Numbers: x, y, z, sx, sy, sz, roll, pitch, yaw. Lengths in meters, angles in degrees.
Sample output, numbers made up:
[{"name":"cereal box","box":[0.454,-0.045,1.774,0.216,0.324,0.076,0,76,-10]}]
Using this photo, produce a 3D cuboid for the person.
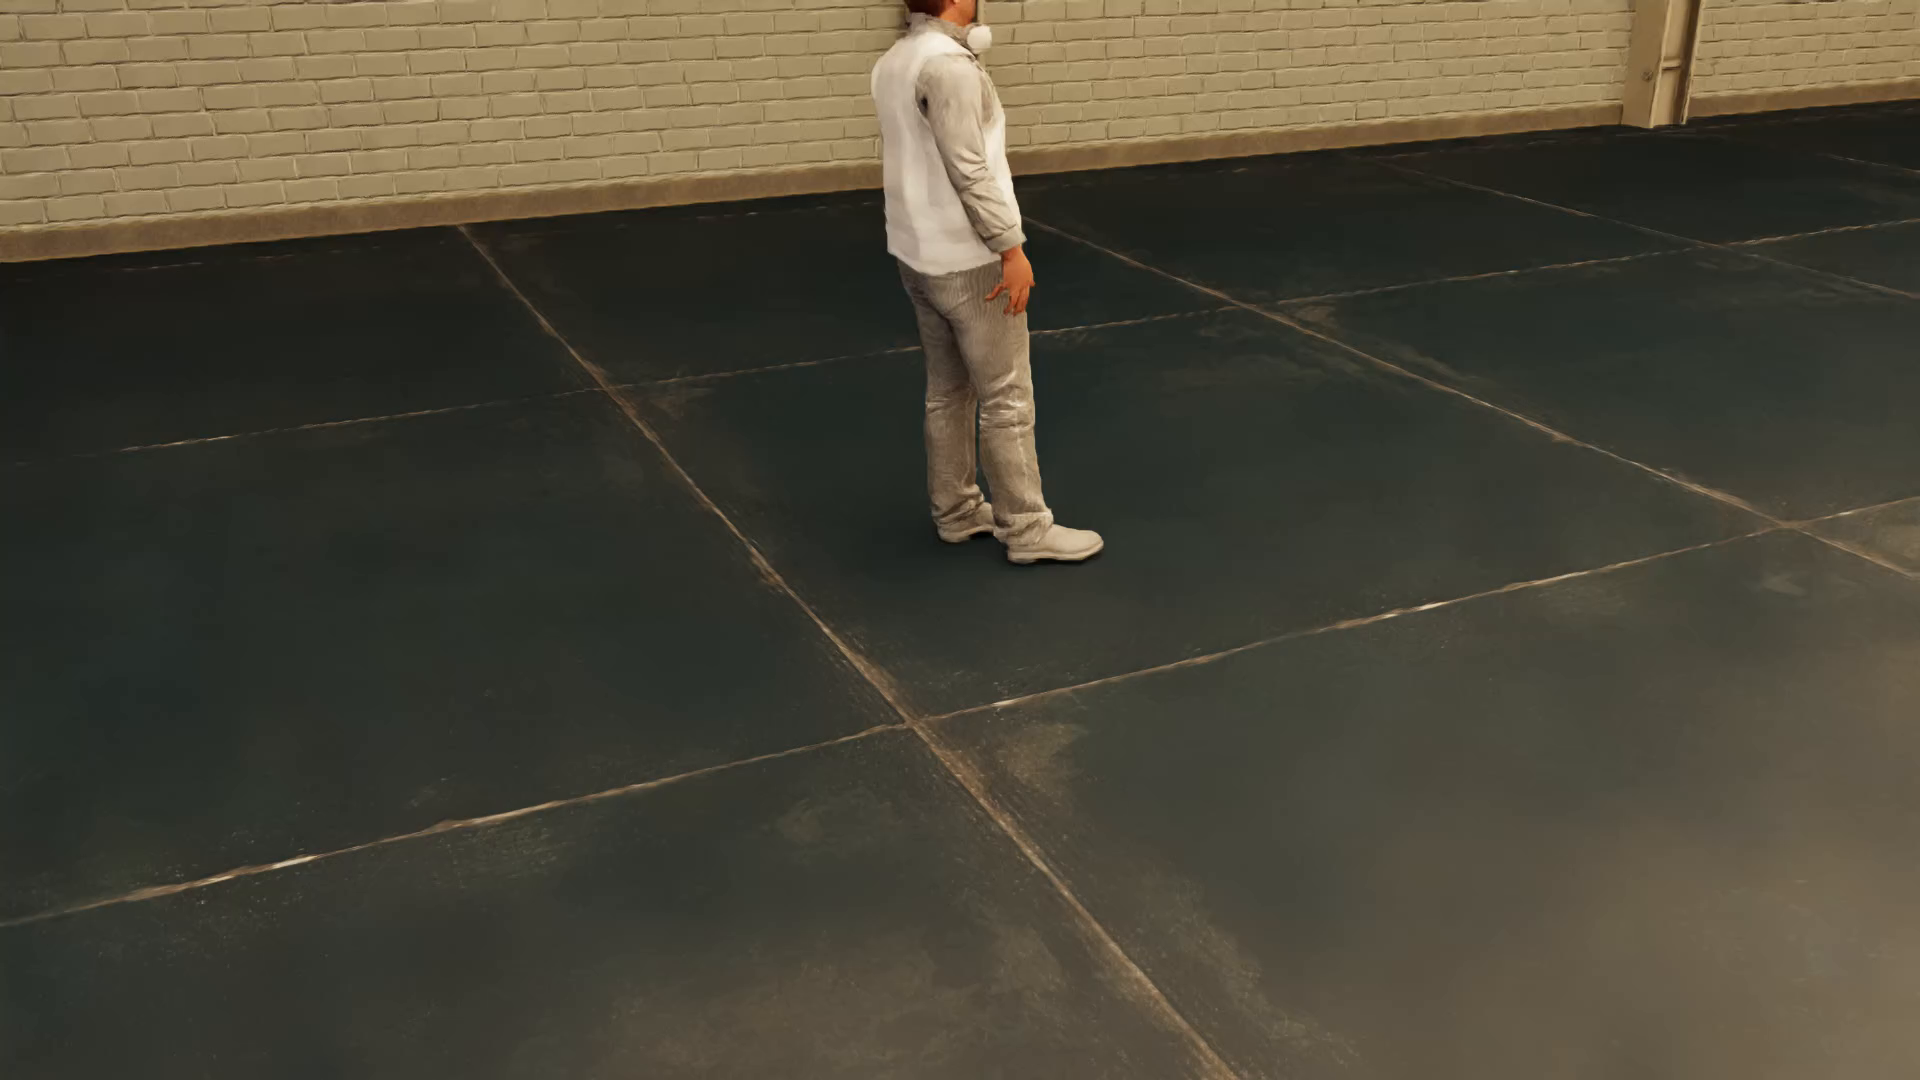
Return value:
[{"name":"person","box":[0.060,-0.833,4.781,0.567,1.773,0.632,-10,25,-23]}]
